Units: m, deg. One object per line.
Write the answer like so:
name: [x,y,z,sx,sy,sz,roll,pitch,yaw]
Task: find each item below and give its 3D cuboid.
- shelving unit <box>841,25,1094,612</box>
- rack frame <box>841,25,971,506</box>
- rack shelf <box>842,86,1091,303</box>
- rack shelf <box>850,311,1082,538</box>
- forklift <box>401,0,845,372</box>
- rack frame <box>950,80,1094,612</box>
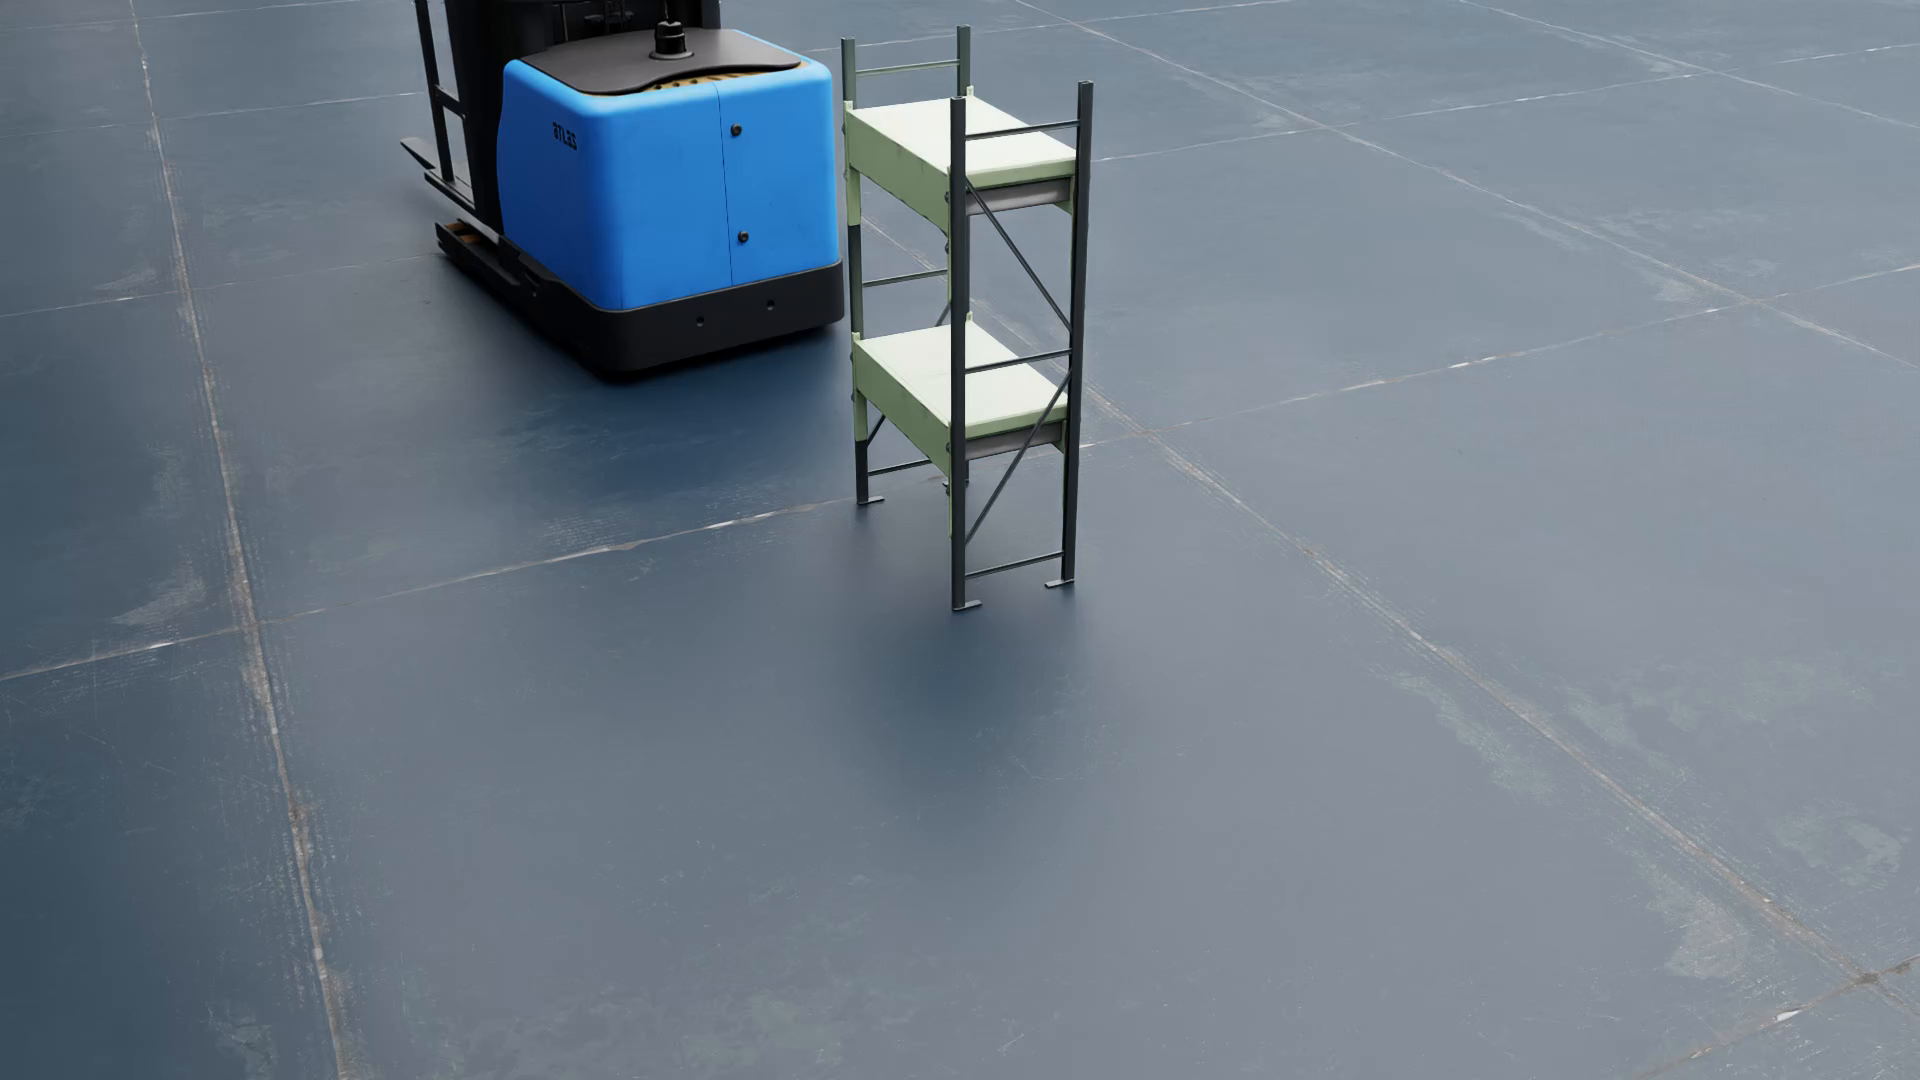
shelving unit: [0.003,-0.651,4.878,0.431,1.500,0.755,-13,32,-22]
rack frame: [-0.154,-0.813,5.166,0.400,1.500,0.023,-13,32,-22]
rack shelf: [0.003,-0.992,4.687,0.431,0.370,0.720,-13,32,-22]
rack shelf: [0.003,-0.367,5.037,0.431,0.370,0.720,-13,32,-22]
forklift: [-1.703,-2.582,6.859,1.130,2.935,3.031,-18,34,-29]
rack frame: [0.160,-0.490,4.590,0.400,1.500,0.023,-13,32,-22]
